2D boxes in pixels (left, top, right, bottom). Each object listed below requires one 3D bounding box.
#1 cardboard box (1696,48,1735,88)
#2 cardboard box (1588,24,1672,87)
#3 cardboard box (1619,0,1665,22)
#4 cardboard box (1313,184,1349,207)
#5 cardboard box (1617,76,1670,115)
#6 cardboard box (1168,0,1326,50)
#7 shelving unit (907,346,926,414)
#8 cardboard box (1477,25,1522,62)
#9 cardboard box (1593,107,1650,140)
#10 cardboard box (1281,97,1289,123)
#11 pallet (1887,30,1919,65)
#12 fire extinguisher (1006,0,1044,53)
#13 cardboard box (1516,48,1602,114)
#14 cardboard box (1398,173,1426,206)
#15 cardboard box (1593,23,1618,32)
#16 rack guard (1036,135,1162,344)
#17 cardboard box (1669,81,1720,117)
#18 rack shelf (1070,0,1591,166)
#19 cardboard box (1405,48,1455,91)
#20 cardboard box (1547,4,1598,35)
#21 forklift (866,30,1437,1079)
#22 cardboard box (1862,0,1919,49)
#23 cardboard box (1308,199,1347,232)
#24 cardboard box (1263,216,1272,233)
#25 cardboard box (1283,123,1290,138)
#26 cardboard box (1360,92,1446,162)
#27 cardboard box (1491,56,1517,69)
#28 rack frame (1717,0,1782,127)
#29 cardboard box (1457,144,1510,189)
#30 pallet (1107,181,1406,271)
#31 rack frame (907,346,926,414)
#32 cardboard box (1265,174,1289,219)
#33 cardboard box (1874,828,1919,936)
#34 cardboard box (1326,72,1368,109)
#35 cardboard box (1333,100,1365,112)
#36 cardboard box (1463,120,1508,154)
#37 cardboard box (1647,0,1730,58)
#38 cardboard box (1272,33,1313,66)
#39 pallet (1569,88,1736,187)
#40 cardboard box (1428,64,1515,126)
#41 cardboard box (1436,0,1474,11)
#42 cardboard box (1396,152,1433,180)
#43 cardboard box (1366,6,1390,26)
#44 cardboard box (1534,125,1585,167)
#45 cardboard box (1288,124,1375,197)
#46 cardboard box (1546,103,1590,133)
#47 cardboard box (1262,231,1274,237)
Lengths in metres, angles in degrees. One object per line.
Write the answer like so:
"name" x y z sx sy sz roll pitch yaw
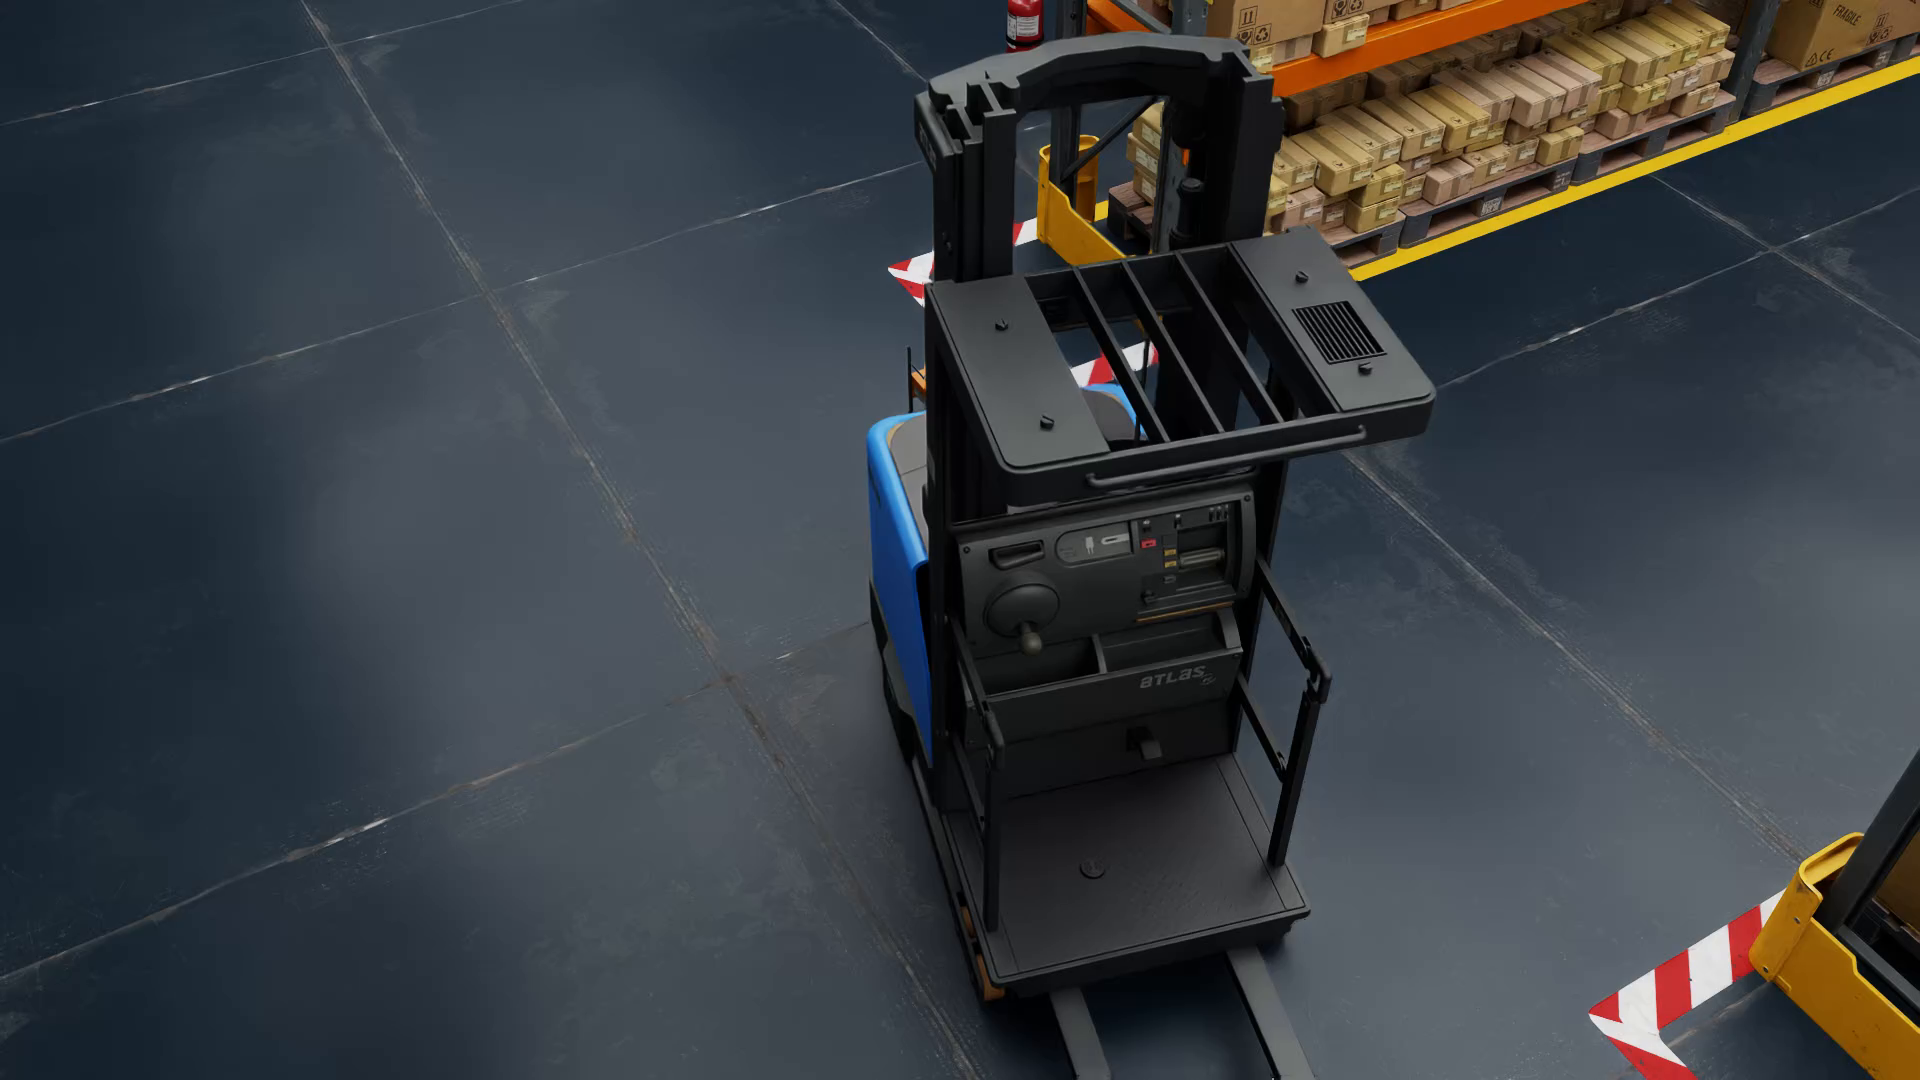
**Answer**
"cardboard box" 4.110 -2.719 9.360 0.250 0.149 0.380 -21 48 -20
"cardboard box" 3.632 -2.644 9.068 0.250 0.149 0.380 -22 48 -21
"cardboard box" 3.823 -3.133 9.572 0.250 0.149 0.380 -20 48 -19
"cardboard box" 1.772 -1.859 8.473 0.250 0.149 0.380 -21 48 -20
"cardboard box" 3.658 -2.514 9.148 0.250 0.149 0.380 -23 49 -22
"cardboard box" 1.283 -2.530 7.347 0.500 0.500 0.500 -20 47 -19
"shelving unit" -0.046 -0.358 6.795 0.252 1.050 0.215 -22 48 -21
"cardboard box" 2.884 -2.812 9.242 0.250 0.149 0.380 -21 48 -20
"cardboard box" 3.591 -2.402 9.246 0.250 0.149 0.380 -23 49 -22
"cardboard box" 1.497 -2.295 8.709 0.250 0.149 0.380 -23 49 -22
"pallet" 5.958 -3.483 10.616 1.213 0.211 1.003 -22 48 -21
"fire extinguisher" 0.308 -2.428 7.851 0.183 0.674 0.296 -22 48 -21
"cardboard box" 3.179 -2.451 8.869 0.250 0.149 0.380 -24 49 -23
"cardboard box" 2.218 -1.914 8.743 0.250 0.149 0.380 -22 48 -21
"cardboard box" 3.576 -2.946 9.593 0.250 0.149 0.380 -21 48 -21
"rack guard" 0.822 -1.528 8.395 0.348 0.500 1.175 -22 48 -21
"cardboard box" 4.055 -2.572 9.421 0.250 0.149 0.380 -21 48 -20
"rack shelf" 2.491 -2.834 8.463 4.000 0.370 1.077 -22 48 -21
"cardboard box" 2.455 -2.606 9.029 0.250 0.149 0.380 -22 48 -21
"cardboard box" 3.360 -2.956 9.389 0.250 0.149 0.380 -22 48 -21
"forklift" 0.508 0.186 4.883 1.130 2.935 3.031 -10 45 -10
"cardboard box" 5.456 -3.321 9.941 0.500 0.500 0.500 -20 48 -19
"cardboard box" 1.768 -1.745 8.569 0.250 0.149 0.380 -21 48 -21
"cardboard box" 1.339 -1.660 8.268 0.250 0.149 0.380 -20 48 -19
"cardboard box" 1.522 -2.170 8.793 0.250 0.149 0.380 -24 49 -23
"cardboard box" 2.260 -2.121 8.530 0.250 0.149 0.380 -20 48 -19
"cardboard box" 2.897 -2.667 9.305 0.250 0.149 0.380 -20 47 -19
"rack frame" 4.225 -3.786 8.927 0.127 3.000 1.000 -22 48 -21
"cardboard box" 2.705 -2.059 8.893 0.250 0.149 0.380 -22 48 -21
"pallet" 1.544 -1.685 8.764 1.213 0.211 1.003 -22 48 -21
"rack frame" -0.152 -0.316 6.751 0.008 1.050 0.200 -22 48 -21
"cardboard box" 1.380 -1.716 8.112 0.250 0.149 0.380 -24 49 -23
"cardboard box" 3.655 0.973 5.247 0.875 0.875 0.875 -22 48 -21
"cardboard box" 1.958 -2.474 8.893 0.250 0.149 0.380 -20 48 -20
"cardboard box" 1.964 -2.357 8.986 0.250 0.149 0.380 -21 48 -20
"cardboard box" 2.685 -2.239 8.864 0.250 0.149 0.380 -20 47 -19
"cardboard box" 4.046 -2.847 9.277 0.250 0.149 0.380 -20 48 -20
"cardboard box" 1.401 -2.336 7.613 0.250 0.149 0.380 -20 48 -20
"pallet" 3.660 -2.531 9.636 1.213 0.211 1.003 -22 48 -21
"cardboard box" 2.682 -2.330 8.745 0.250 0.149 0.380 -22 48 -21
"cardboard box" 2.293 -2.718 8.006 0.250 0.149 0.380 -23 49 -22
"cardboard box" 2.232 -2.032 8.651 0.250 0.149 0.380 -24 49 -23
"cardboard box" 1.817 -2.570 7.854 0.250 0.149 0.380 -20 47 -19
"cardboard box" 3.157 -2.213 9.051 0.250 0.149 0.380 -22 48 -21
"cardboard box" 1.841 -1.895 8.296 0.250 0.149 0.380 -22 48 -21
"cardboard box" 3.181 -2.386 9.016 0.250 0.149 0.380 -21 48 -20
"cardboard box" 1.370 -1.515 8.332 0.250 0.149 0.380 -21 48 -20
